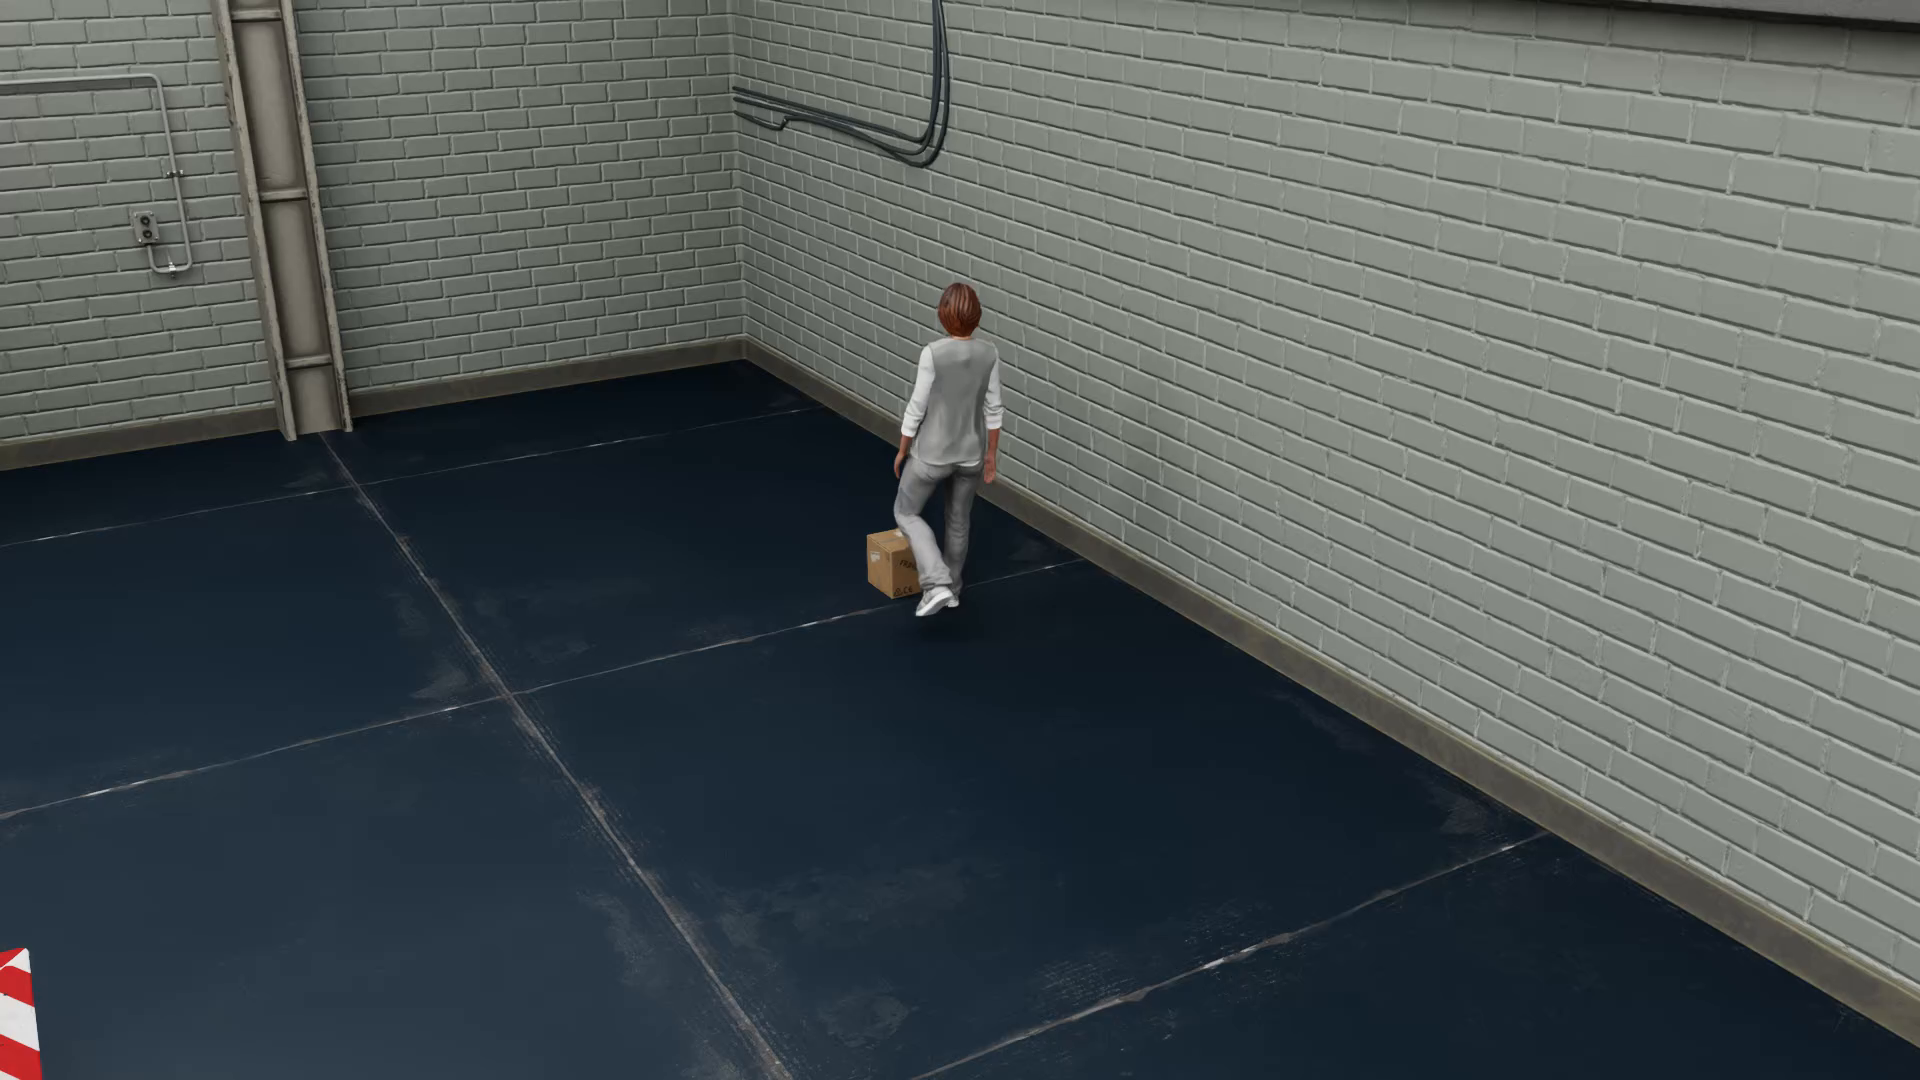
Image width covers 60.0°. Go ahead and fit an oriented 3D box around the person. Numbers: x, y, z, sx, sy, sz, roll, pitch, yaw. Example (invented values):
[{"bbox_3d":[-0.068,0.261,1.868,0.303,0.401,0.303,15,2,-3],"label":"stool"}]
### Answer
[{"bbox_3d":[-0.063,-0.369,7.512,0.467,1.601,0.599,-10,24,-23],"label":"person"}]
